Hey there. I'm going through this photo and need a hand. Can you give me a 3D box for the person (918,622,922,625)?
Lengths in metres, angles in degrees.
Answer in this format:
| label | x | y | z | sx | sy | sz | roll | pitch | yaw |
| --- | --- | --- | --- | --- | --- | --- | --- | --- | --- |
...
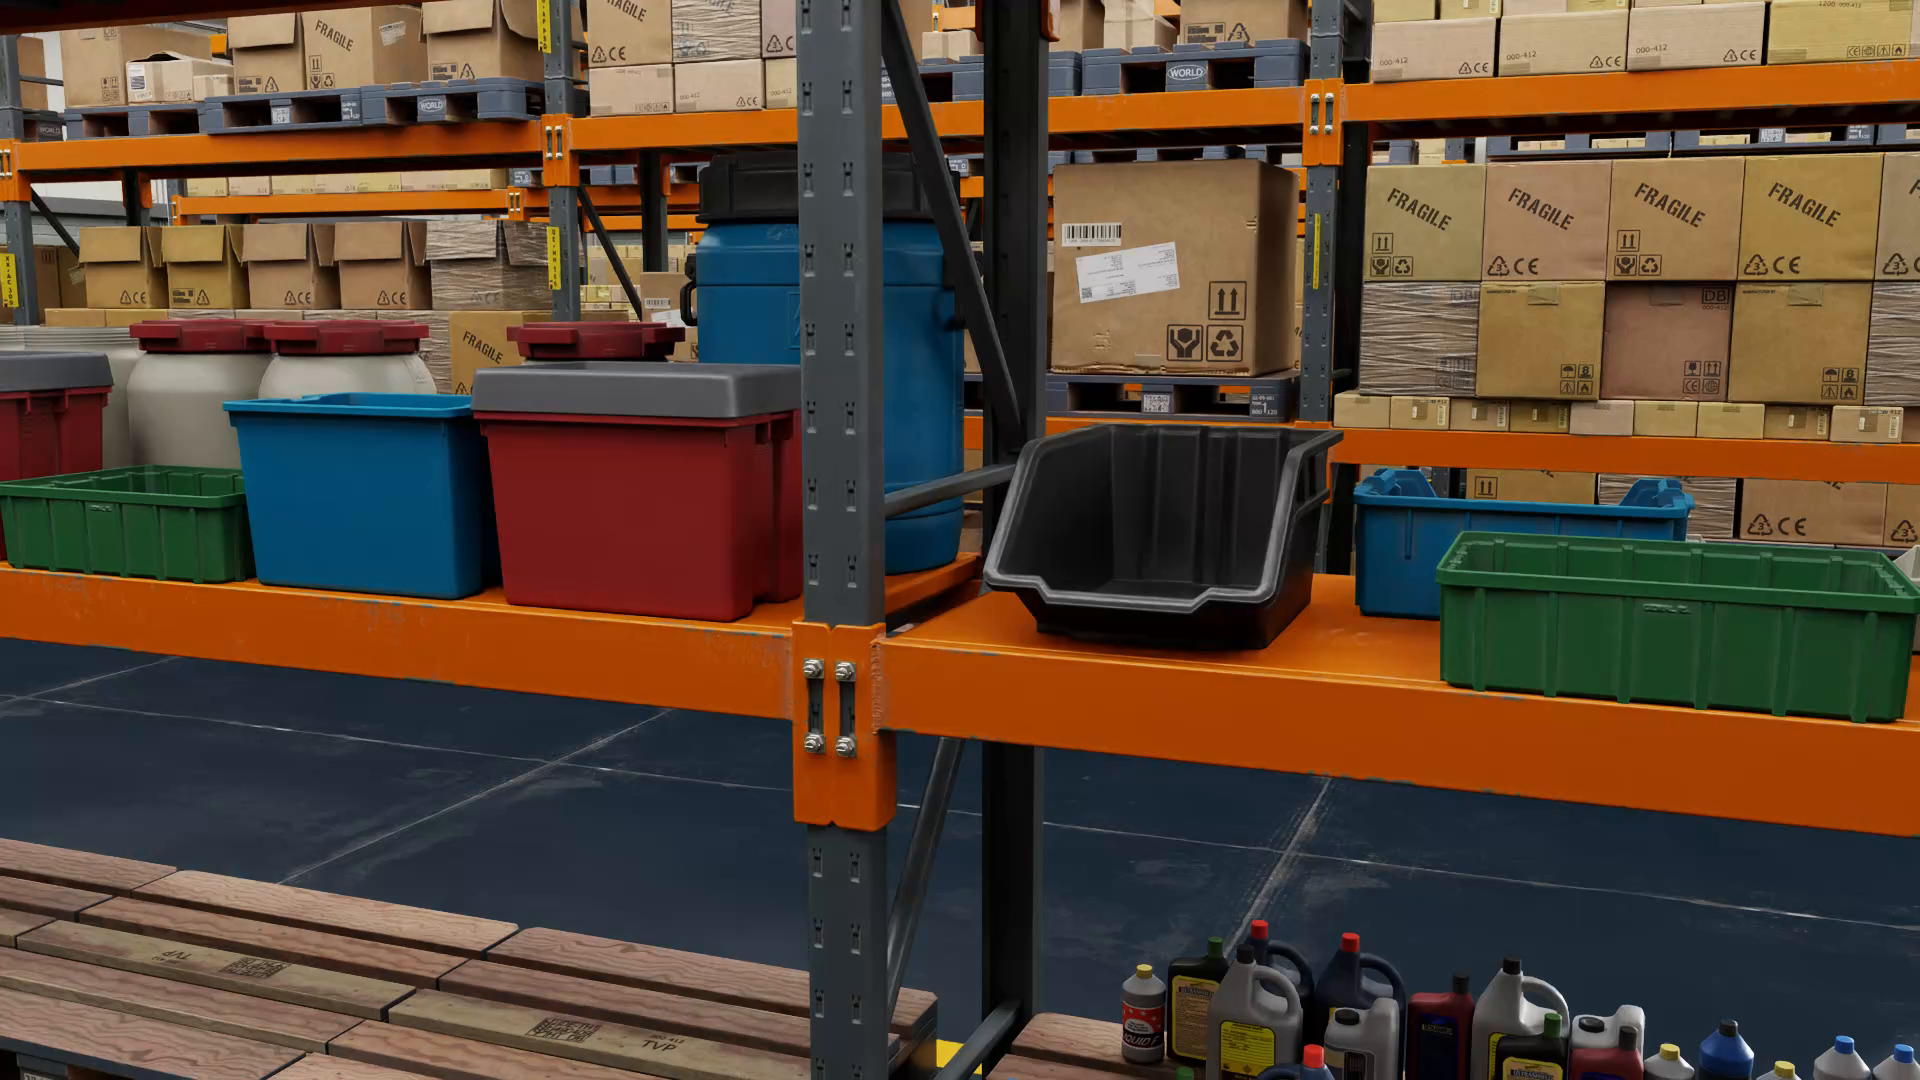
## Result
| label | x | y | z | sx | sy | sz | roll | pitch | yaw |
| --- | --- | --- | --- | --- | --- | --- | --- | --- | --- |
| person | 0.255 | 0.353 | 7.257 | 0.912 | 0.978 | 0.597 | 3 | 9 | 21 |
